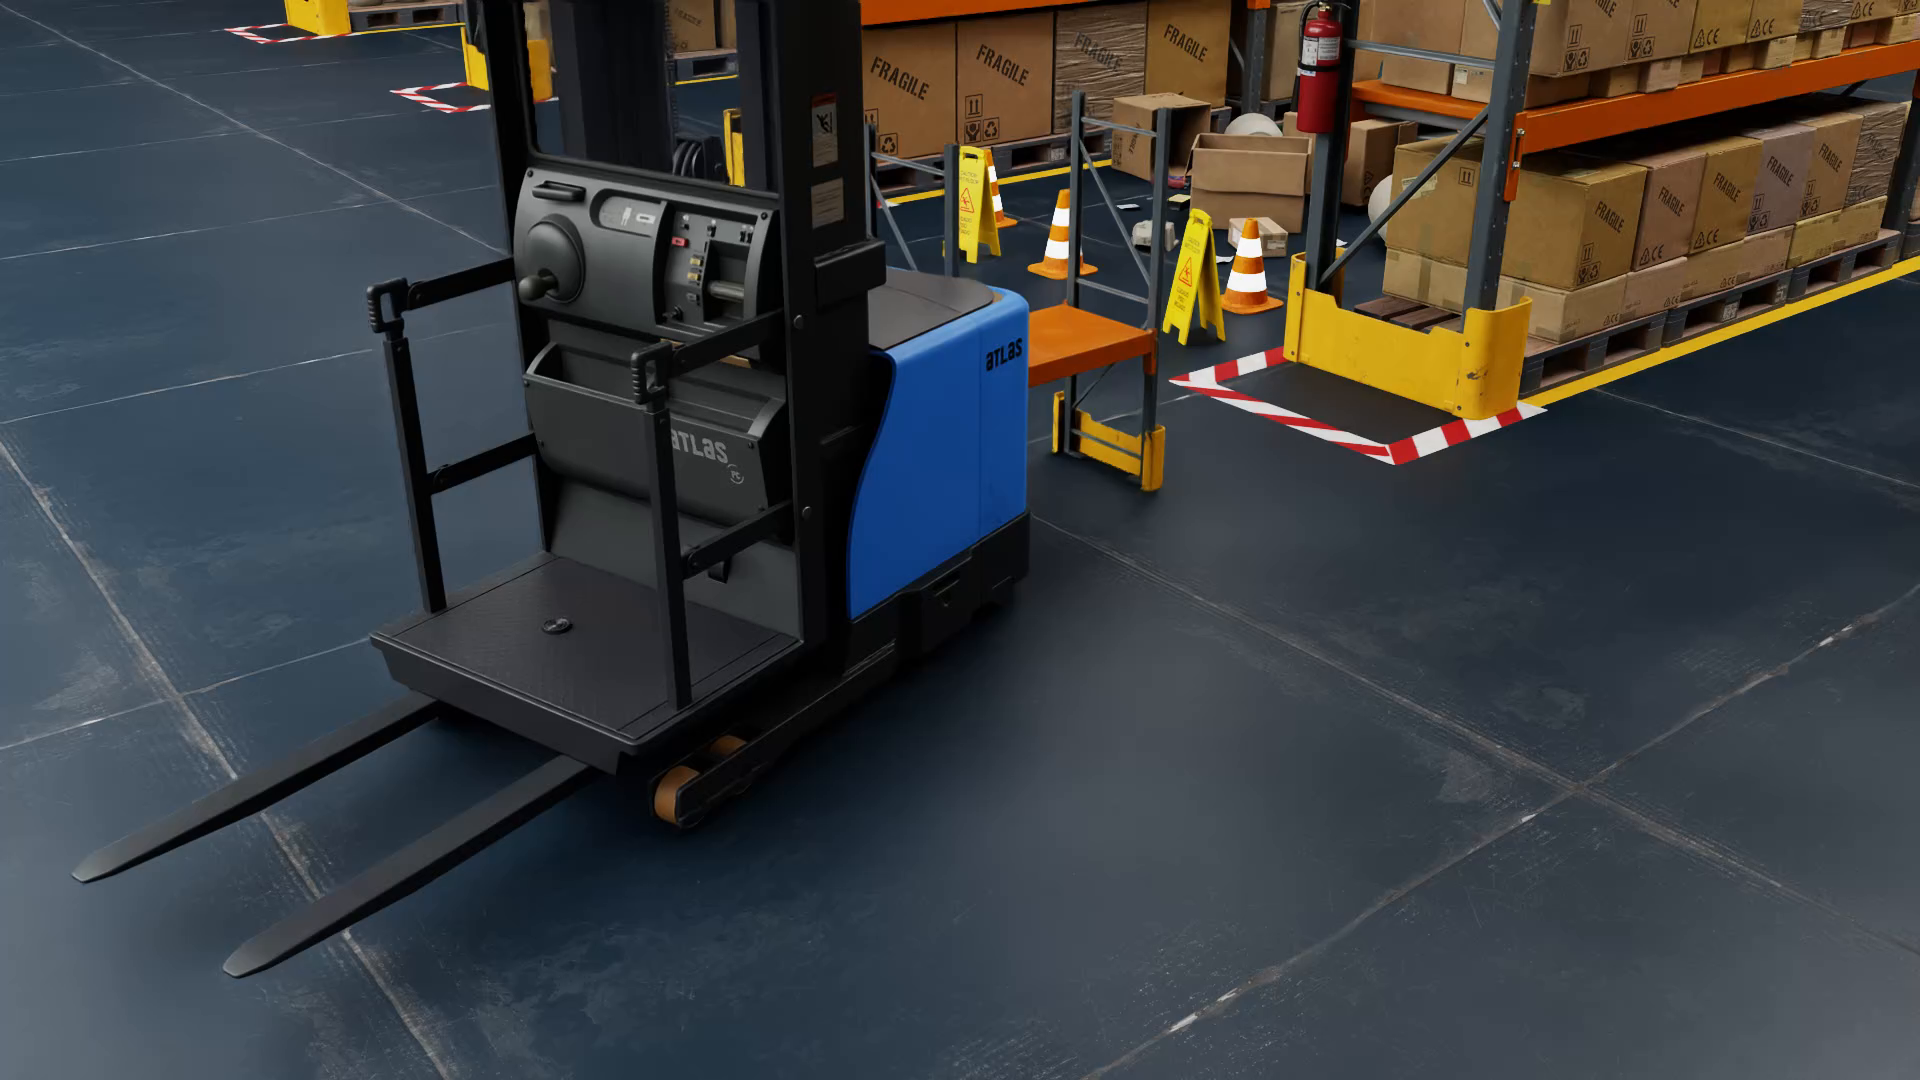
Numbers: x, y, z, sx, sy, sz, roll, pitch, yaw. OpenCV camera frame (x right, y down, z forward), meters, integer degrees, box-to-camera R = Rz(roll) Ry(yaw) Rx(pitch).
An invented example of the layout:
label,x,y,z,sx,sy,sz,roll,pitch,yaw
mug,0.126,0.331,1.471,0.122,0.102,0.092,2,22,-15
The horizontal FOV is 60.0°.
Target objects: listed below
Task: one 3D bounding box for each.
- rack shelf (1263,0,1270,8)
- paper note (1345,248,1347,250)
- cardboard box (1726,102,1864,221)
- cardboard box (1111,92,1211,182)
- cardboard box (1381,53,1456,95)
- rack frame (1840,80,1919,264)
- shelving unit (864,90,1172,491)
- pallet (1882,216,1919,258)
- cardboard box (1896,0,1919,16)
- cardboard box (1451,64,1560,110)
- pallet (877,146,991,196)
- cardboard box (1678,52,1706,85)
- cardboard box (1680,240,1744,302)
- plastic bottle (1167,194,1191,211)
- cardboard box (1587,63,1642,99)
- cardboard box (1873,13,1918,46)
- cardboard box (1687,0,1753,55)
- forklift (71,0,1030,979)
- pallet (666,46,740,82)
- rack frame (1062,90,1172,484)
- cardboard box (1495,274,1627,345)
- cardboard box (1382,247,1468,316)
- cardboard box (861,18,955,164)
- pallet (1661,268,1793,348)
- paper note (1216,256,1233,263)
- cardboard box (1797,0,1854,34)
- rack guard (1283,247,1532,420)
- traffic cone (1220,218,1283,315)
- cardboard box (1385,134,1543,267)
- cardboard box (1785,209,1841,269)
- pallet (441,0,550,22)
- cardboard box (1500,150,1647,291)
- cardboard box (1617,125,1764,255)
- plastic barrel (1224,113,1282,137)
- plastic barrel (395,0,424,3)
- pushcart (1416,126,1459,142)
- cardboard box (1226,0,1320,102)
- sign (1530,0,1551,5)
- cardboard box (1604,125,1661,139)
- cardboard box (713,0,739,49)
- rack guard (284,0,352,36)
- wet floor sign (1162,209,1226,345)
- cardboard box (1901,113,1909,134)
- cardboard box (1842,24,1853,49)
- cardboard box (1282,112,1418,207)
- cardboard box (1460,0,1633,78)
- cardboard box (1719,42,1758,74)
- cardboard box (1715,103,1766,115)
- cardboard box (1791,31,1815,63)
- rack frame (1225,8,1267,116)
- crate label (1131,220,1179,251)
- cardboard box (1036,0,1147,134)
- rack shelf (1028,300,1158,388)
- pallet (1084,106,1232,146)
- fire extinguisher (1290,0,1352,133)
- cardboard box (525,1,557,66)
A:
label,x,y,z,sx,sy,sz,roll,pitch,yaw
rack shelf,3.591,-4.946,14.199,4.000,0.370,1.077,-18,31,-34
paper note,2.304,-1.742,9.992,0.123,0.001,0.032,-18,31,-34
cardboard box,4.452,-2.047,8.975,0.500,0.500,0.500,-18,30,-33
cardboard box,1.428,-2.877,11.852,0.500,0.500,0.500,-13,28,-25
cardboard box,2.165,-2.154,7.627,0.250,0.149,0.380,-17,30,-32
rack frame,5.151,-3.139,9.451,0.127,3.000,1.000,-18,31,-34
shelving unit,0.223,-0.847,6.294,1.083,1.500,0.587,-19,31,-36
pallet,5.763,-2.077,10.475,1.213,0.211,1.003,-18,31,-34
cardboard box,4.955,-3.122,8.941,0.500,0.500,0.500,-19,31,-35
cardboard box,2.398,-2.006,7.307,0.250,0.149,0.380,-18,30,-34
pallet,-0.550,-2.682,11.779,1.213,0.211,1.003,-18,31,-34
cardboard box,3.258,-2.247,7.827,0.250,0.149,0.380,-17,30,-33
cardboard box,3.636,-1.437,8.551,0.500,0.250,0.500,-16,29,-31
plastic bottle,1.461,-2.241,11.005,0.133,0.061,0.283,15,29,29
cardboard box,2.847,-2.118,7.549,0.250,0.149,0.380,-19,31,-36
cardboard box,4.894,-2.774,8.962,0.250,0.149,0.380,-17,30,-33
cardboard box,3.353,-2.580,7.774,0.500,0.500,0.500,-19,31,-35
forklift,-1.005,-0.771,4.429,1.130,2.935,3.031,16,29,31
pallet,-2.432,-4.652,16.024,1.213,0.211,1.003,-18,31,-34
rack frame,0.607,-0.982,6.584,0.032,1.500,0.500,-19,31,-36
cardboard box,2.809,-1.161,7.957,0.500,0.250,0.500,-19,31,-34
cardboard box,2.492,-1.349,8.361,0.500,0.250,0.500,-18,31,-34
cardboard box,-0.638,-3.139,11.474,0.875,0.875,0.875,-18,30,-34
pallet,3.683,-1.370,8.950,1.213,0.211,1.003,-18,31,-34
paper note,1.519,-1.658,9.787,0.148,0.019,0.142,15,29,29
cardboard box,4.148,-2.849,8.354,0.500,0.500,0.500,-17,30,-33
rack guard,2.063,-0.986,7.781,0.348,0.500,1.175,-18,31,-34
traffic cone,1.546,-1.489,8.908,0.334,0.463,0.336,-18,31,-34
cardboard box,2.473,-1.678,8.179,0.500,0.500,0.500,-18,30,-34
cardboard box,4.439,-1.698,9.113,0.500,0.250,0.500,-19,31,-35
pallet,-5.535,-6.319,19.614,1.213,0.211,1.003,-18,31,-34
cardboard box,2.827,-1.508,7.813,0.500,0.500,0.500,-19,31,-36
cardboard box,3.635,-1.773,8.383,0.500,0.500,0.500,-18,30,-33
plastic barrel,2.071,-2.781,11.740,0.421,0.421,0.512,1,25,2
plastic barrel,-6.303,-6.412,18.960,0.421,0.512,0.421,0,25,0
pushcart,3.705,-2.692,11.602,1.648,0.377,0.936,15,29,29
cardboard box,2.450,-4.114,13.725,0.750,0.750,1.050,-18,31,-34
sign,2.338,-2.313,6.643,0.005,0.325,0.100,-18,31,-34
cardboard box,3.283,-1.944,8.751,0.500,0.500,0.500,-19,31,-35
cardboard box,-2.190,-5.050,16.038,0.500,0.500,0.500,-22,33,-38
rack guard,-7.137,-5.925,18.424,0.348,0.500,1.175,-18,31,-34
wet floor sign,1.193,-1.337,8.365,0.232,0.644,0.267,-8,26,-16
cardboard box,6.126,-2.463,10.616,0.625,0.372,0.950,-16,29,-31
cardboard box,4.436,-2.672,8.742,0.250,0.149,0.380,-19,31,-35
cardboard box,2.554,-2.570,11.029,0.503,0.637,0.797,-18,31,-34
cardboard box,2.547,-2.312,7.196,0.500,0.500,0.500,-19,31,-35
cardboard box,3.654,-2.395,8.145,0.250,0.149,0.380,-19,31,-35
cardboard box,4.106,-2.216,9.338,0.500,0.500,0.500,-17,30,-32
cardboard box,4.069,-2.519,8.414,0.250,0.149,0.380,-19,31,-35
rack frame,2.017,-4.753,12.928,0.127,3.000,1.000,-18,31,-34
crate label,1.173,-1.845,10.063,0.250,0.136,0.298,10,27,20
cardboard box,0.772,-3.604,12.477,0.875,0.875,0.875,-18,30,-34
rack shelf,0.216,-0.682,6.364,1.000,0.185,0.538,-19,31,-36
pallet,1.370,-3.316,13.145,1.213,0.211,1.003,-18,31,-34
fire extinguisher,1.629,-2.188,7.493,0.183,0.674,0.296,-18,31,-34
cardboard box,-3.610,-4.596,15.061,0.500,0.500,0.500,-12,28,-25
